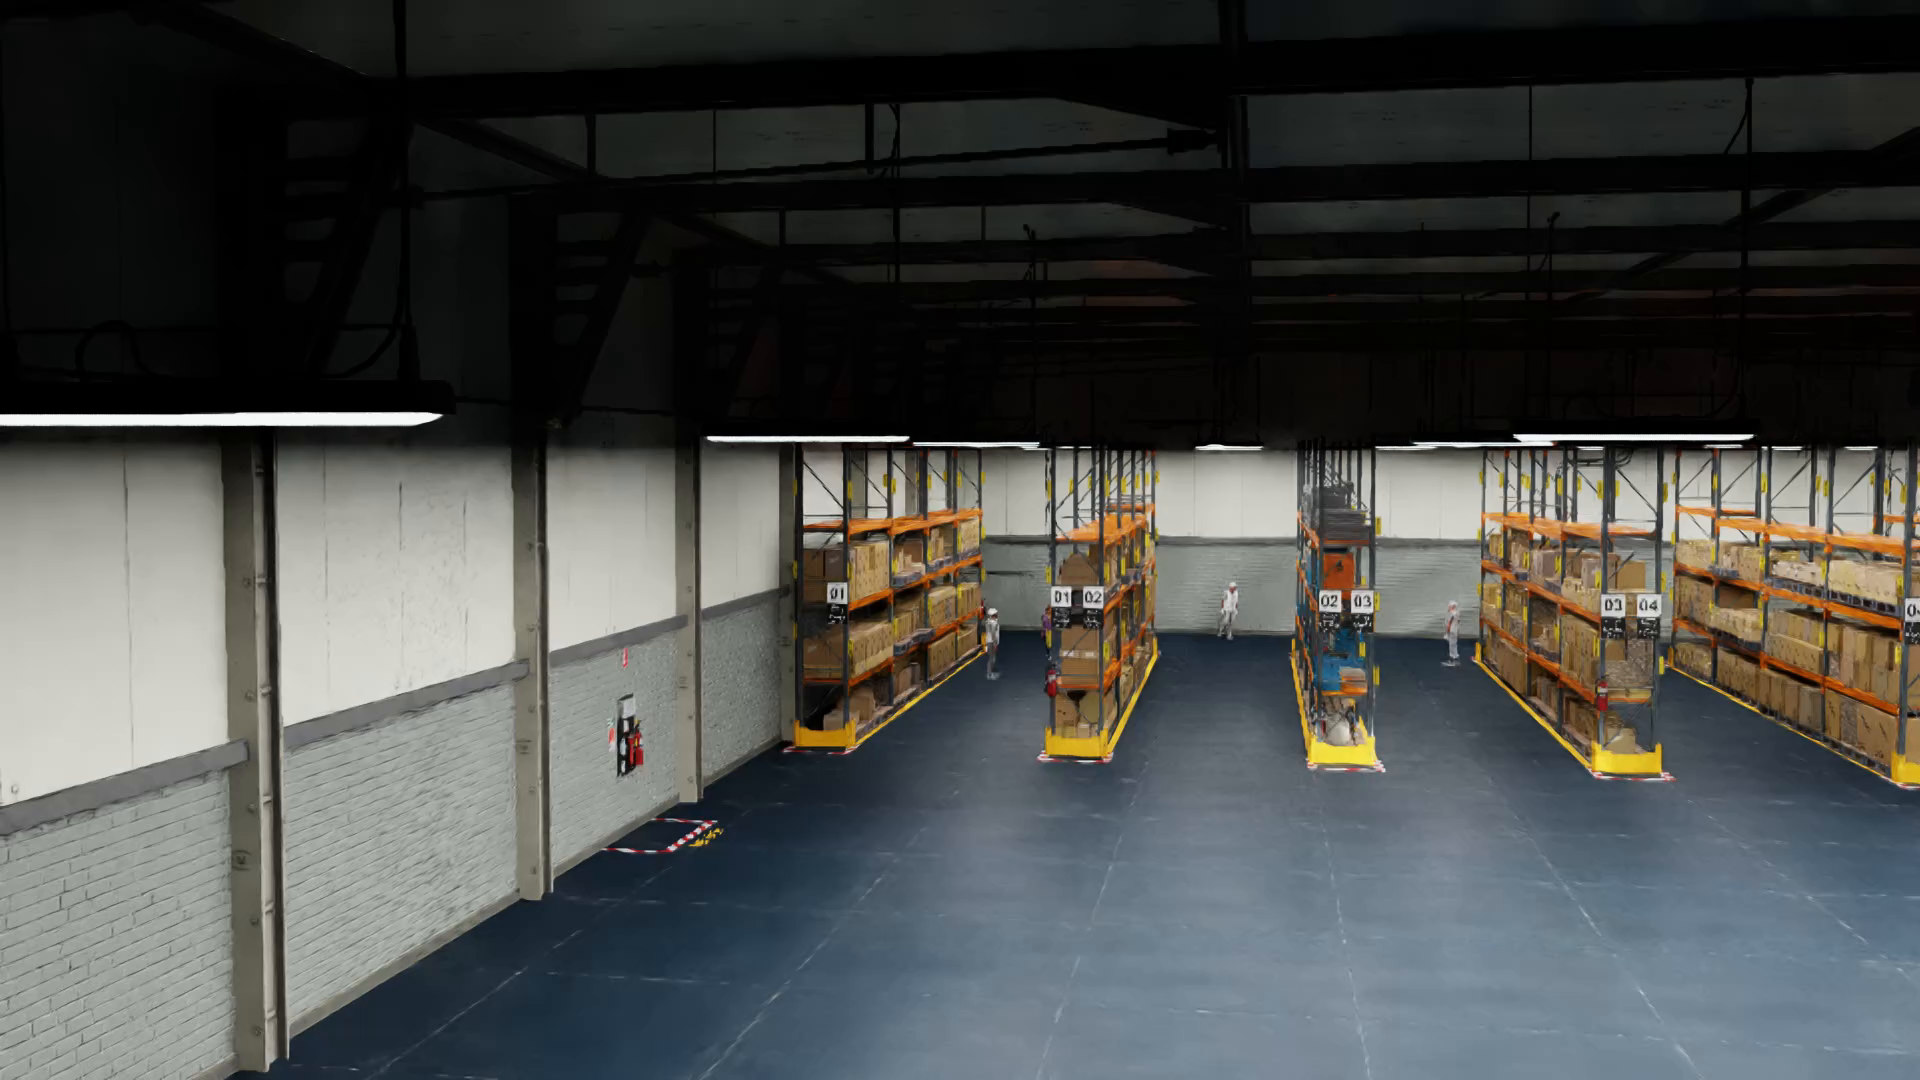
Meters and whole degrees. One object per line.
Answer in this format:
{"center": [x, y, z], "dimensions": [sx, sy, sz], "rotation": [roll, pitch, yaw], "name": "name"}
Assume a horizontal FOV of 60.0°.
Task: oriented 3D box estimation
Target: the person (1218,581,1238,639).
{"center": [8.227, 2.149, 50.913], "dimensions": [0.603, 1.777, 0.544], "rotation": [-1, 3, -25], "name": "person"}

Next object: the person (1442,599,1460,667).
{"center": [13.092, 2.473, 44.316], "dimensions": [0.547, 1.785, 0.646], "rotation": [2, 4, 38], "name": "person"}

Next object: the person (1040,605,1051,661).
{"center": [2.422, 2.530, 45.754], "dimensions": [0.417, 1.517, 1.036], "rotation": [1, 3, 13], "name": "person"}

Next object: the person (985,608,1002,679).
{"center": [0.863, 2.598, 41.987], "dimensions": [0.463, 1.782, 0.598], "rotation": [-1, 3, -11], "name": "person"}
